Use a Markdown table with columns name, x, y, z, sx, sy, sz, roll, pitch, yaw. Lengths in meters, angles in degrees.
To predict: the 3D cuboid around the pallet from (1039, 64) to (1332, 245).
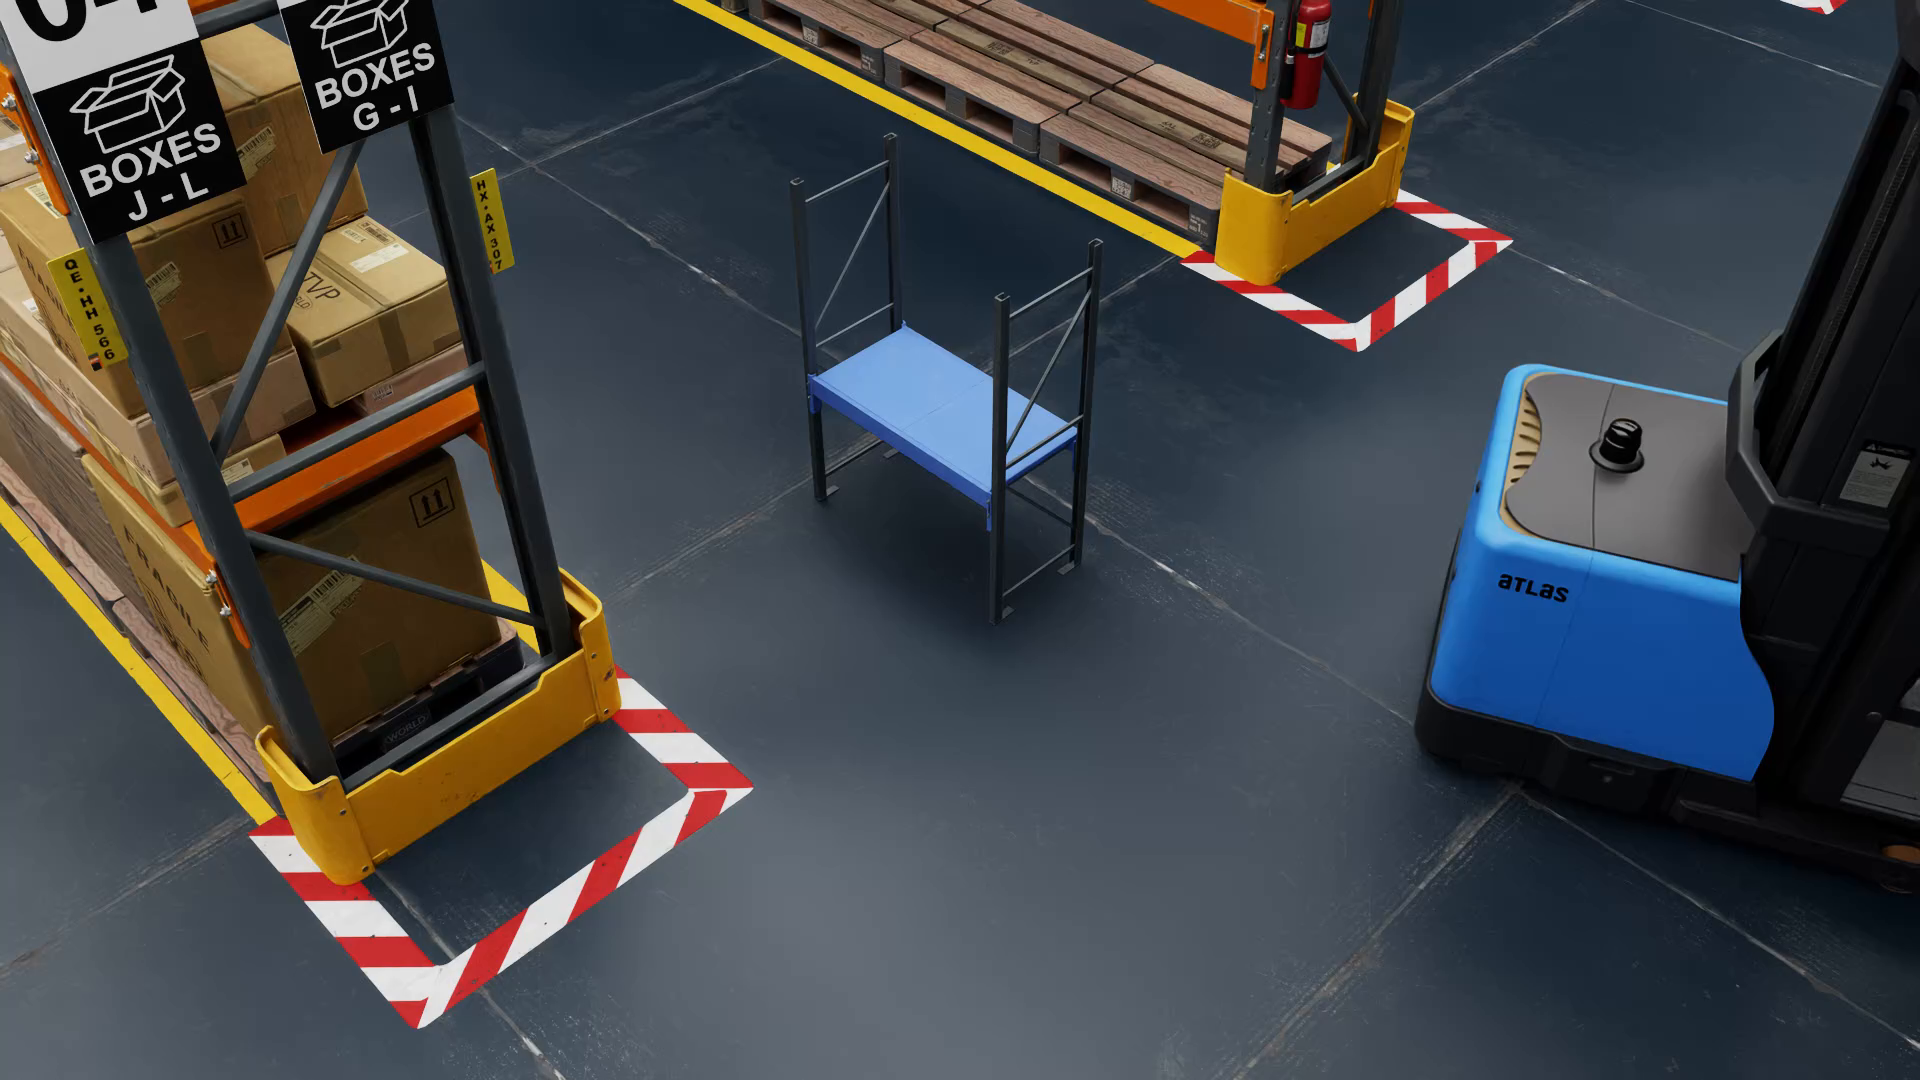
| name | x | y | z | sx | sy | sz | roll | pitch | yaw |
| --- | --- | --- | --- | --- | --- | --- | --- | --- | --- |
| pallet | 1.187 | -2.075 | 8.841 | 1.003 | 0.211 | 1.213 | -34 | 53 | -31 |

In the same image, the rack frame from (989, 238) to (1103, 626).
| name | x | y | z | sx | sy | sz | roll | pitch | yaw |
| --- | --- | --- | --- | --- | --- | --- | --- | --- | --- |
| rack frame | 0.299 | -0.348 | 6.021 | 0.500 | 1.500 | 0.032 | -34 | 53 | -31 |

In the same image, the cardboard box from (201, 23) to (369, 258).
| name | x | y | z | sx | sy | sz | roll | pitch | yaw |
| --- | --- | --- | --- | --- | --- | --- | --- | --- | --- |
| cardboard box | -2.266 | -1.241 | 5.221 | 0.500 | 0.500 | 0.500 | 33 | 52 | 30 |

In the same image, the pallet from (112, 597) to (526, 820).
| name | x | y | z | sx | sy | sz | roll | pitch | yaw |
| --- | --- | --- | --- | --- | --- | --- | --- | --- | --- |
| pallet | -2.385 | 0.367 | 6.198 | 1.003 | 0.211 | 1.213 | -34 | 53 | -31 |

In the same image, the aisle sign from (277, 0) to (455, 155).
| name | x | y | z | sx | sy | sz | roll | pitch | yaw |
| --- | --- | --- | --- | --- | --- | --- | --- | --- | --- |
| aisle sign | -1.502 | -1.375 | 4.112 | 0.394 | 0.787 | 0.004 | -34 | 53 | -31 |

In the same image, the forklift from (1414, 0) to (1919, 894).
| name | x | y | z | sx | sy | sz | roll | pitch | yaw |
| --- | --- | --- | --- | --- | --- | --- | --- | --- | --- |
| forklift | 3.186 | -0.277 | 4.890 | 3.031 | 2.935 | 1.130 | 14 | 45 | 15 |

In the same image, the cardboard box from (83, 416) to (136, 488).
| name | x | y | z | sx | sy | sz | roll | pitch | yaw |
| --- | --- | --- | --- | --- | --- | --- | --- | --- | --- |
| cardboard box | -2.434 | -0.356 | 5.110 | 0.380 | 0.149 | 0.250 | -34 | 52 | -31 |

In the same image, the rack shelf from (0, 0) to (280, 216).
| name | x | y | z | sx | sy | sz | roll | pitch | yaw |
| --- | --- | --- | --- | --- | --- | --- | --- | --- | --- |
| rack shelf | -3.177 | -2.109 | 5.142 | 1.077 | 0.370 | 4.000 | -34 | 53 | -31 |

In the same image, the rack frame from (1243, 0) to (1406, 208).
| name | x | y | z | sx | sy | sz | roll | pitch | yaw |
| --- | --- | --- | --- | --- | --- | --- | --- | --- | --- |
| rack frame | 1.742 | -2.685 | 7.445 | 1.000 | 3.000 | 0.127 | -34 | 53 | -31 |

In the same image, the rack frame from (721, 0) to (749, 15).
| name | x | y | z | sx | sy | sz | roll | pitch | yaw |
| --- | --- | --- | --- | --- | --- | --- | --- | --- | --- |
| rack frame | -1.083 | -4.607 | 9.525 | 1.000 | 3.000 | 0.127 | -34 | 53 | -31 |

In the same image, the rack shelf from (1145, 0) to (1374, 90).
| name | x | y | z | sx | sy | sz | roll | pitch | yaw |
| --- | --- | --- | --- | --- | --- | --- | --- | --- | --- |
| rack shelf | 0.329 | -3.382 | 8.729 | 1.077 | 0.370 | 4.000 | -34 | 53 | -31 |

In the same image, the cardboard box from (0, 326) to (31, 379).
| name | x | y | z | sx | sy | sz | roll | pitch | yaw |
| --- | --- | --- | --- | --- | --- | --- | --- | --- | --- |
| cardboard box | -2.972 | -0.722 | 5.506 | 0.250 | 0.149 | 0.380 | 33 | 52 | 31 |

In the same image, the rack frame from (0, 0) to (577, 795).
| name | x | y | z | sx | sy | sz | roll | pitch | yaw |
| --- | --- | --- | --- | --- | --- | --- | --- | --- | --- |
| rack frame | -1.765 | -0.311 | 4.876 | 1.000 | 3.000 | 0.127 | -34 | 53 | -31 |

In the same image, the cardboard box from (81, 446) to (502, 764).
| name | x | y | z | sx | sy | sz | roll | pitch | yaw |
| --- | --- | --- | --- | --- | --- | --- | --- | --- | --- |
| cardboard box | -2.274 | 0.046 | 5.746 | 0.875 | 0.875 | 0.875 | -34 | 53 | -31 |

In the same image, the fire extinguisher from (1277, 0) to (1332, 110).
| name | x | y | z | sx | sy | sz | roll | pitch | yaw |
| --- | --- | --- | --- | --- | --- | --- | --- | --- | --- |
| fire extinguisher | 1.526 | -2.229 | 7.284 | 0.296 | 0.674 | 0.183 | -34 | 53 | -31 |

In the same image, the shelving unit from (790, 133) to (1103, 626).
| name | x | y | z | sx | sy | sz | roll | pitch | yaw |
| --- | --- | --- | --- | --- | --- | --- | --- | --- | --- |
| shelving unit | -0.060 | -0.592 | 6.285 | 0.538 | 1.500 | 1.048 | -34 | 53 | -31 |

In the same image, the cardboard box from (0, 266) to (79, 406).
| name | x | y | z | sx | sy | sz | roll | pitch | yaw |
| --- | --- | --- | --- | --- | --- | --- | --- | --- | --- |
| cardboard box | -2.653 | -0.715 | 5.205 | 0.500 | 0.250 | 0.500 | 33 | 52 | 31 |

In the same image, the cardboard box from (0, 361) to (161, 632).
| name | x | y | z | sx | sy | sz | roll | pitch | yaw |
| --- | --- | --- | --- | --- | --- | --- | --- | --- | --- |
| cardboard box | -2.916 | -0.391 | 6.219 | 0.875 | 0.875 | 0.875 | -34 | 53 | -31 |

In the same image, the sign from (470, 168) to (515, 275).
| name | x | y | z | sx | sy | sz | roll | pitch | yaw |
| --- | --- | --- | --- | --- | --- | --- | --- | --- | --- |
| sign | -1.368 | -0.921 | 4.840 | 0.100 | 0.325 | 0.005 | -34 | 53 | -31 |

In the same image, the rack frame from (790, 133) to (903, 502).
| name | x | y | z | sx | sy | sz | roll | pitch | yaw |
| --- | --- | --- | --- | --- | --- | --- | --- | --- | --- |
| rack frame | -0.419 | -0.836 | 6.550 | 0.500 | 1.500 | 0.032 | -34 | 53 | -31 |

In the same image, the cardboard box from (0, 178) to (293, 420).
| name | x | y | z | sx | sy | sz | roll | pitch | yaw |
| --- | --- | --- | --- | --- | --- | --- | --- | --- | --- |
| cardboard box | -2.295 | -0.749 | 4.689 | 0.500 | 0.500 | 0.500 | -33 | 52 | -31 |

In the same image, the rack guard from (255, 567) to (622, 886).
| name | x | y | z | sx | sy | sz | roll | pitch | yaw |
| --- | --- | --- | --- | --- | --- | --- | --- | --- | --- |
| rack guard | -1.748 | 0.619 | 5.712 | 1.175 | 0.500 | 0.348 | -34 | 53 | -31 |

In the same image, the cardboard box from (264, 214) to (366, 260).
| name | x | y | z | sx | sy | sz | roll | pitch | yaw |
| --- | --- | --- | --- | --- | --- | --- | --- | --- | --- |
| cardboard box | -2.285 | -0.972 | 5.483 | 0.500 | 0.250 | 0.500 | 34 | 52 | 31 |

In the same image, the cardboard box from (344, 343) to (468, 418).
| name | x | y | z | sx | sy | sz | roll | pitch | yaw |
| --- | --- | --- | --- | --- | --- | --- | --- | --- | --- |
| cardboard box | -1.782 | -0.547 | 5.317 | 0.380 | 0.149 | 0.250 | -33 | 52 | -31 |

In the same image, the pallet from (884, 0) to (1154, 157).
| name | x | y | z | sx | sy | sz | roll | pitch | yaw |
| --- | --- | --- | --- | --- | --- | --- | --- | --- | --- |
| pallet | 0.329 | -2.662 | 9.475 | 1.003 | 0.211 | 1.213 | -34 | 53 | -31 |

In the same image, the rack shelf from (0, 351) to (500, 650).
| name | x | y | z | sx | sy | sz | roll | pitch | yaw |
| --- | --- | --- | --- | --- | --- | --- | --- | --- | --- |
| rack shelf | -3.177 | -1.008 | 6.160 | 1.077 | 0.370 | 4.000 | -34 | 53 | -31 |

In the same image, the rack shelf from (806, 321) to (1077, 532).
| name | x | y | z | sx | sy | sz | roll | pitch | yaw |
| --- | --- | --- | --- | --- | --- | --- | --- | --- | --- |
| rack shelf | -0.060 | -0.460 | 6.407 | 0.538 | 0.185 | 1.000 | -34 | 53 | -31 |

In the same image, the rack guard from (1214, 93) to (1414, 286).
| name | x | y | z | sx | sy | sz | roll | pitch | yaw |
| --- | --- | --- | --- | --- | --- | --- | --- | --- | --- |
| rack guard | 1.768 | -1.761 | 8.288 | 1.175 | 0.500 | 0.348 | -34 | 53 | -31 |

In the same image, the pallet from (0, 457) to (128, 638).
| name | x | y | z | sx | sy | sz | roll | pitch | yaw |
| --- | --- | --- | --- | --- | --- | --- | --- | --- | --- |
| pallet | -3.242 | -0.220 | 6.832 | 1.003 | 0.211 | 1.213 | -34 | 53 | -31 |

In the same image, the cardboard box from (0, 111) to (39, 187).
| name | x | y | z | sx | sy | sz | roll | pitch | yaw |
| --- | --- | --- | --- | --- | --- | --- | --- | --- | --- |
| cardboard box | -3.383 | -1.208 | 5.738 | 0.500 | 0.250 | 0.500 | -34 | 52 | -31 |

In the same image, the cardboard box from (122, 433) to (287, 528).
| name | x | y | z | sx | sy | sz | roll | pitch | yaw |
| --- | --- | --- | --- | --- | --- | --- | --- | --- | --- |
| cardboard box | -2.250 | -0.232 | 4.976 | 0.380 | 0.149 | 0.250 | -33 | 52 | -31 |

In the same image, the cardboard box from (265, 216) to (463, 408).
| name | x | y | z | sx | sy | sz | roll | pitch | yaw |
| --- | --- | --- | --- | --- | --- | --- | --- | --- | --- |
| cardboard box | -1.913 | -0.725 | 5.216 | 0.500 | 0.250 | 0.500 | 33 | 52 | 30 |

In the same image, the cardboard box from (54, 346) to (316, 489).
| name | x | y | z | sx | sy | sz | roll | pitch | yaw |
| --- | --- | --- | --- | --- | --- | --- | --- | --- | --- |
| cardboard box | -2.295 | -0.471 | 4.941 | 0.500 | 0.250 | 0.500 | 33 | 52 | 31 |

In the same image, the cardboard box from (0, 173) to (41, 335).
| name | x | y | z | sx | sy | sz | roll | pitch | yaw |
| --- | --- | --- | --- | --- | --- | --- | --- | --- | --- |
| cardboard box | -3.013 | -0.959 | 5.469 | 0.500 | 0.250 | 0.500 | 32 | 52 | 30 |

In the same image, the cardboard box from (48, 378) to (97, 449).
| name | x | y | z | sx | sy | sz | roll | pitch | yaw |
| --- | --- | --- | --- | --- | --- | --- | --- | --- | --- |
| cardboard box | -2.612 | -0.478 | 5.242 | 0.380 | 0.149 | 0.250 | -34 | 52 | -31 |

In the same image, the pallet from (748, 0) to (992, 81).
| name | x | y | z | sx | sy | sz | roll | pitch | yaw |
| --- | --- | --- | --- | --- | --- | --- | --- | --- | --- |
| pallet | -0.536 | -3.248 | 10.109 | 1.003 | 0.211 | 1.213 | -34 | 53 | -31 |

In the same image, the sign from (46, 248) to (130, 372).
| name | x | y | z | sx | sy | sz | roll | pitch | yaw |
| --- | --- | --- | --- | --- | --- | --- | --- | --- | --- |
| sign | -2.159 | -0.570 | 4.129 | 0.100 | 0.325 | 0.005 | -34 | 53 | -31 |

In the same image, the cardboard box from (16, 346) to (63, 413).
| name | x | y | z | sx | sy | sz | roll | pitch | yaw |
| --- | --- | --- | --- | --- | --- | --- | --- | --- | --- |
| cardboard box | -2.787 | -0.598 | 5.372 | 0.380 | 0.149 | 0.250 | -33 | 52 | -31 |

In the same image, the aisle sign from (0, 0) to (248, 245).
| name | x | y | z | sx | sy | sz | roll | pitch | yaw |
| --- | --- | --- | --- | --- | --- | --- | --- | --- | --- |
| aisle sign | -1.927 | -1.087 | 3.801 | 0.394 | 0.787 | 0.004 | -34 | 53 | -31 |

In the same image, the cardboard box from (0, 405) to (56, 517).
| name | x | y | z | sx | sy | sz | roll | pitch | yaw |
| --- | --- | --- | --- | --- | --- | --- | --- | --- | --- |
| cardboard box | -3.545 | -0.819 | 6.682 | 0.875 | 0.875 | 0.875 | -34 | 53 | -31 |
